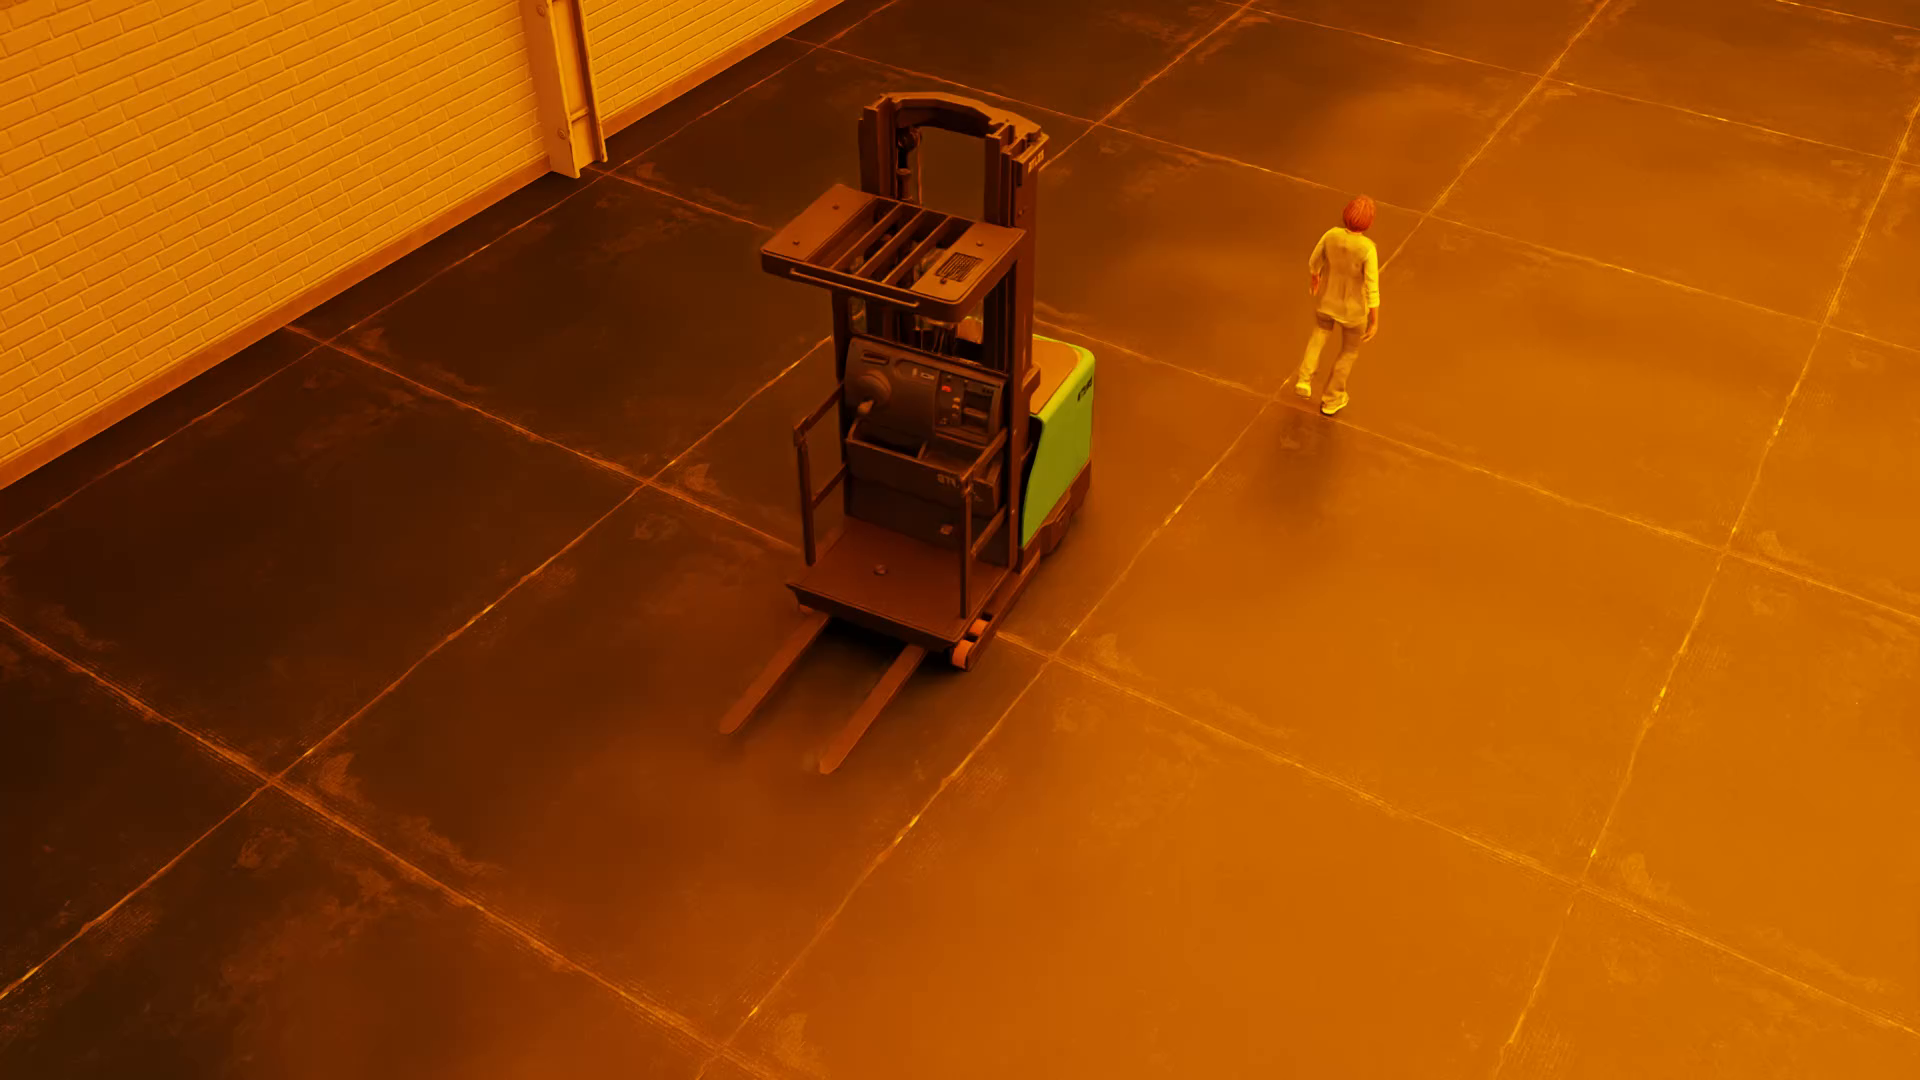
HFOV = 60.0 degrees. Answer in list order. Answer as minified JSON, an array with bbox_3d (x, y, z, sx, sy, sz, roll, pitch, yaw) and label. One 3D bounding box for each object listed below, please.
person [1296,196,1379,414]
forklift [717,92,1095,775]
[{"bbox_3d":[2.478,-1.515,10.805,0.582,1.578,0.433,26,47,28],"label":"person"},{"bbox_3d":[-0.293,-0.720,8.817,1.130,2.935,3.031,18,43,20],"label":"forklift"}]
